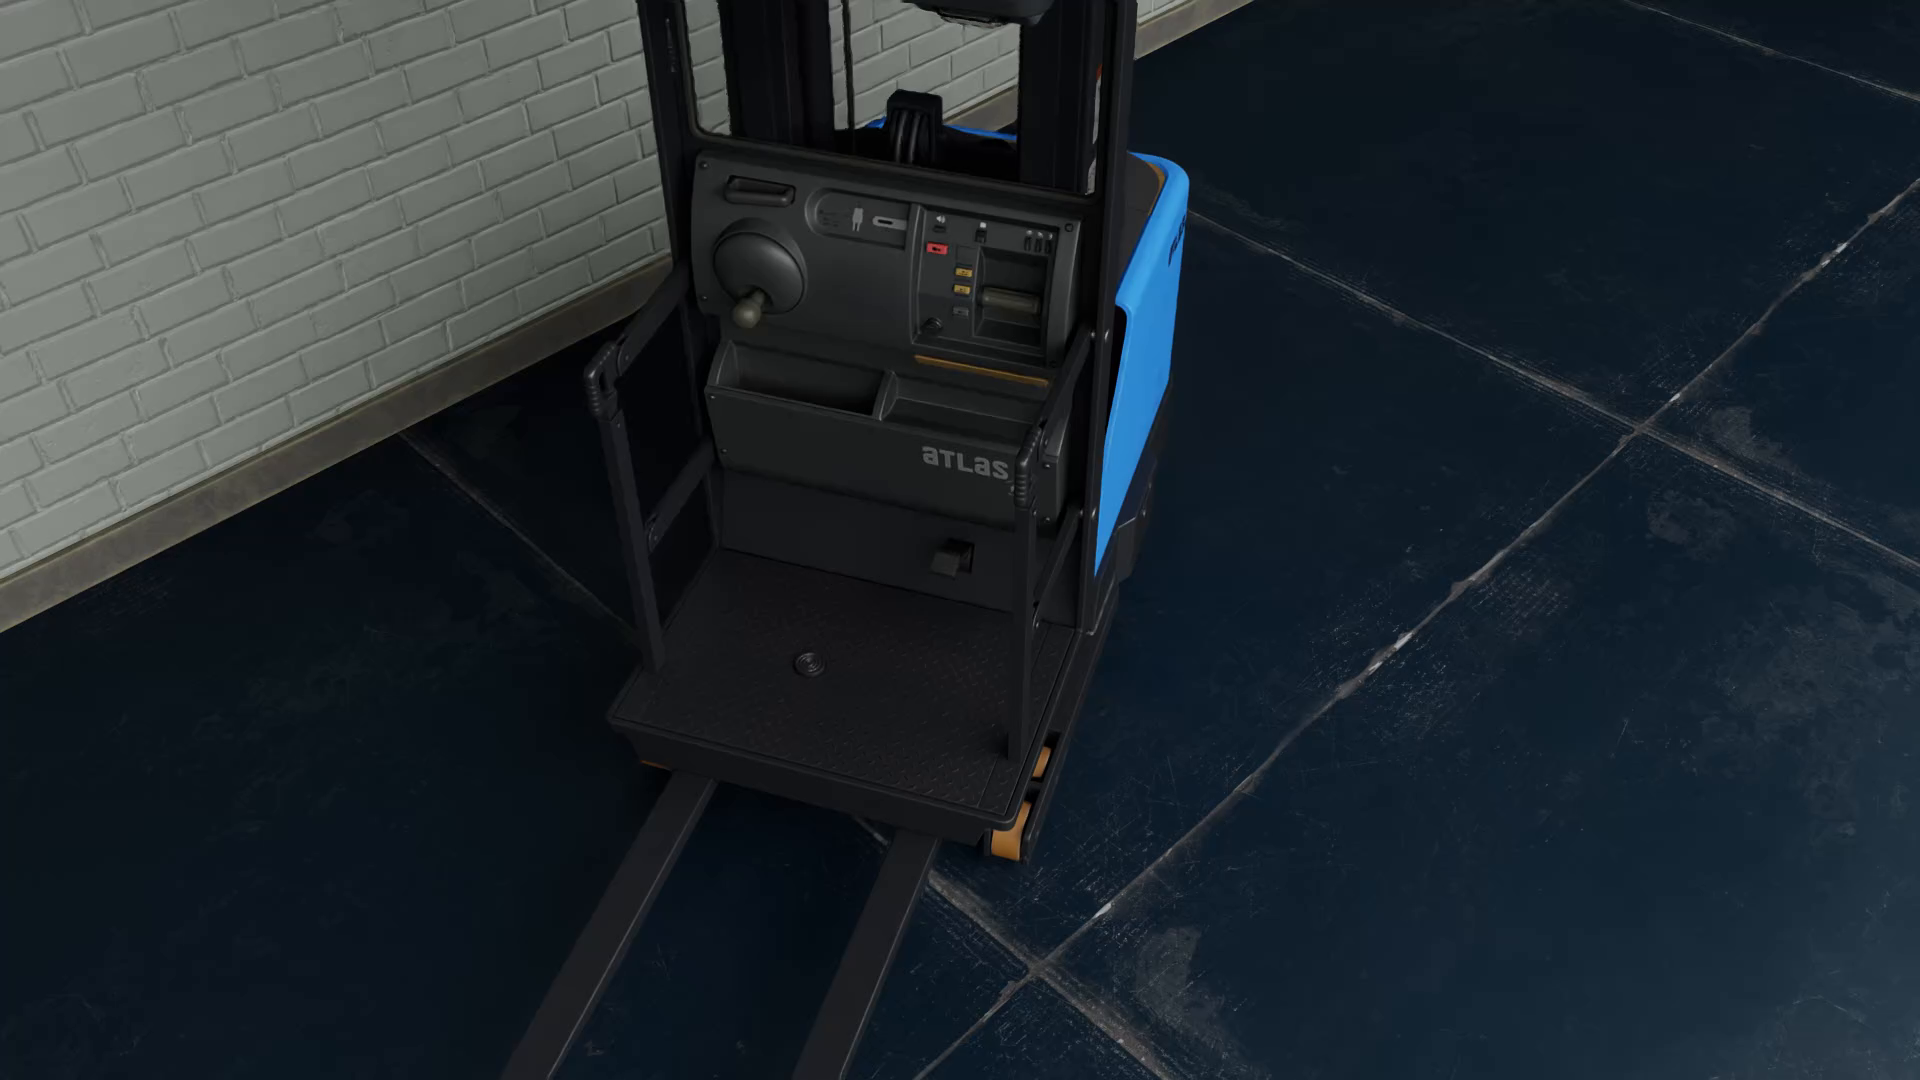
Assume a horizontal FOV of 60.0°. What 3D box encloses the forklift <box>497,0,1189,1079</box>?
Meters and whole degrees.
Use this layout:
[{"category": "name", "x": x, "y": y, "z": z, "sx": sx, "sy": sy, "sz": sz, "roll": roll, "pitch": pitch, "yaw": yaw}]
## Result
[{"category": "forklift", "x": -0.248, "y": -0.552, "z": 3.688, "sx": 1.130, "sy": 2.935, "sz": 3.031, "roll": 12, "pitch": 44, "yaw": 13}]
